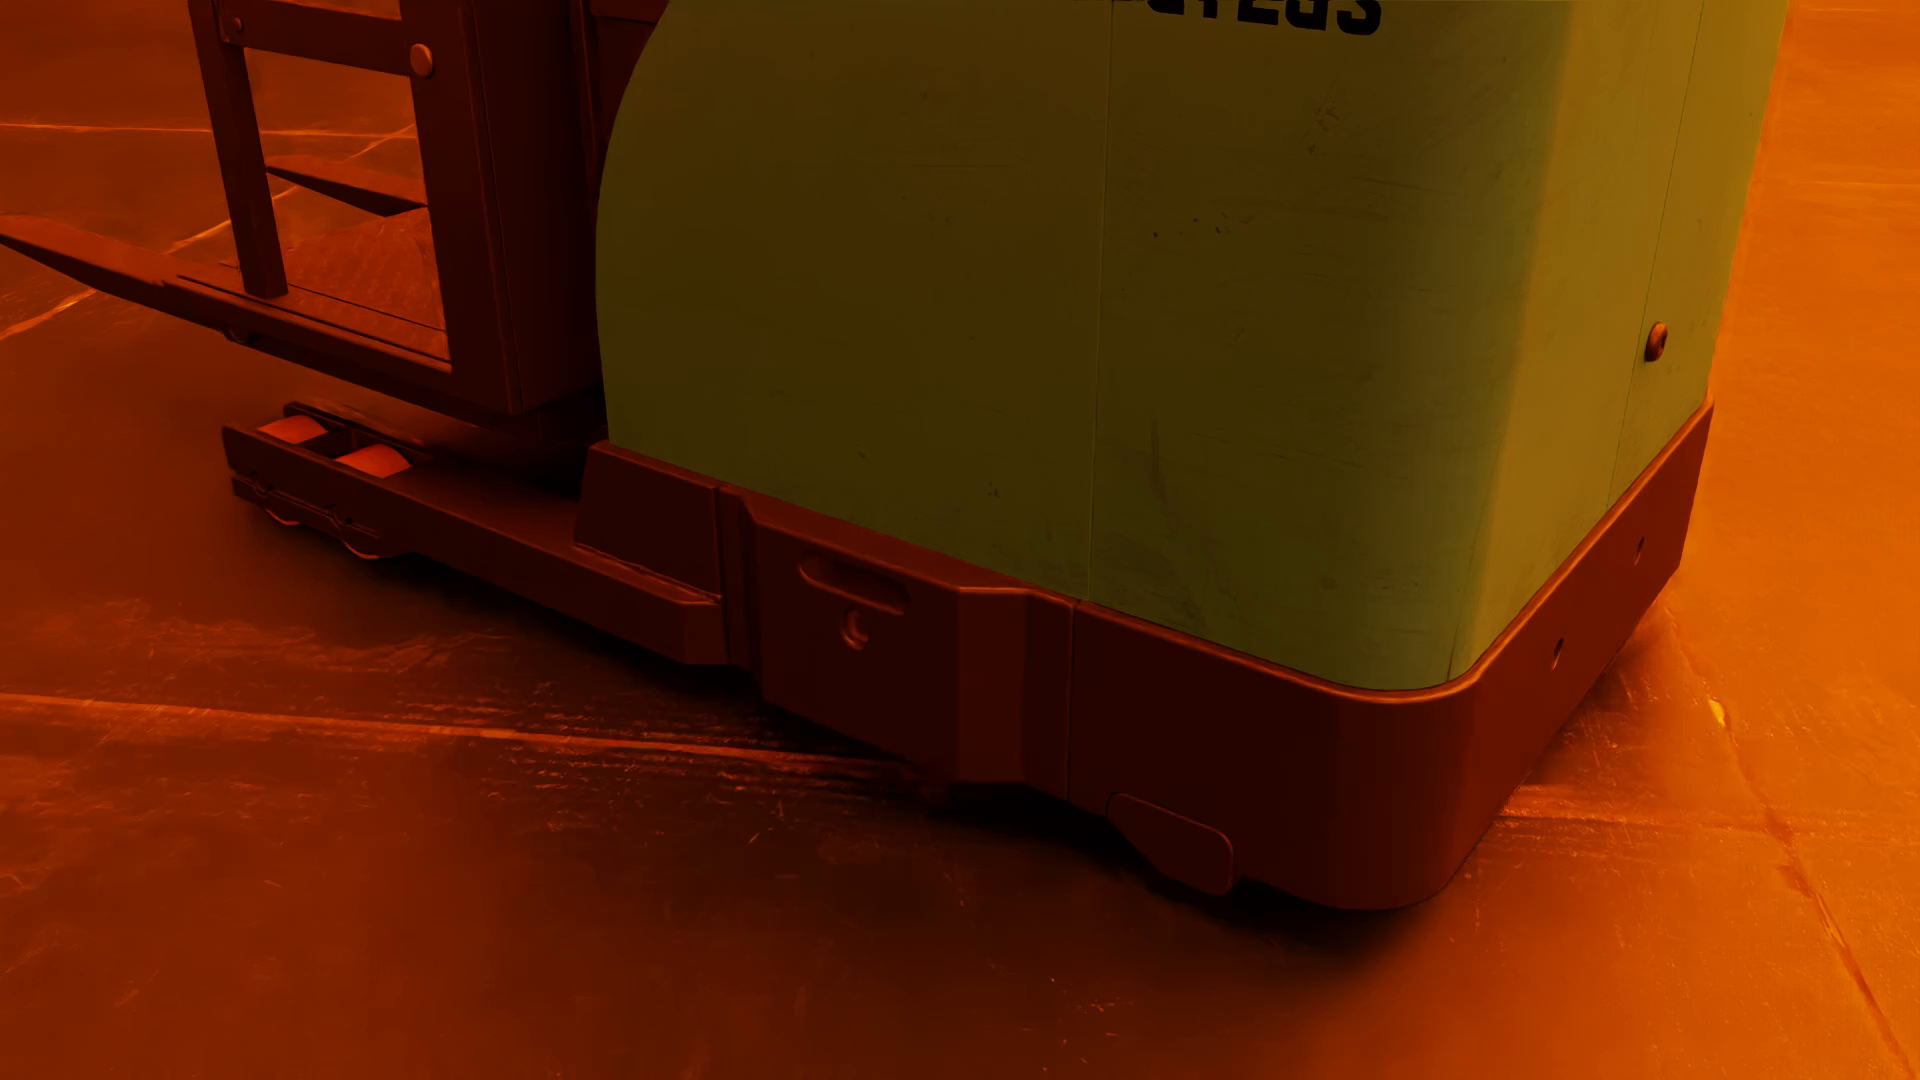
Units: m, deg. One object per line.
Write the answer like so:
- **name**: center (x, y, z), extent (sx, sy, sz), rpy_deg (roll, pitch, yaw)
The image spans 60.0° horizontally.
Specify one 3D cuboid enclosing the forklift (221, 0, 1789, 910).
- **forklift**: center (-0.497, -1.454, 2.131), extent (3.031, 2.935, 1.130), rpy_deg (18, 32, 32)
